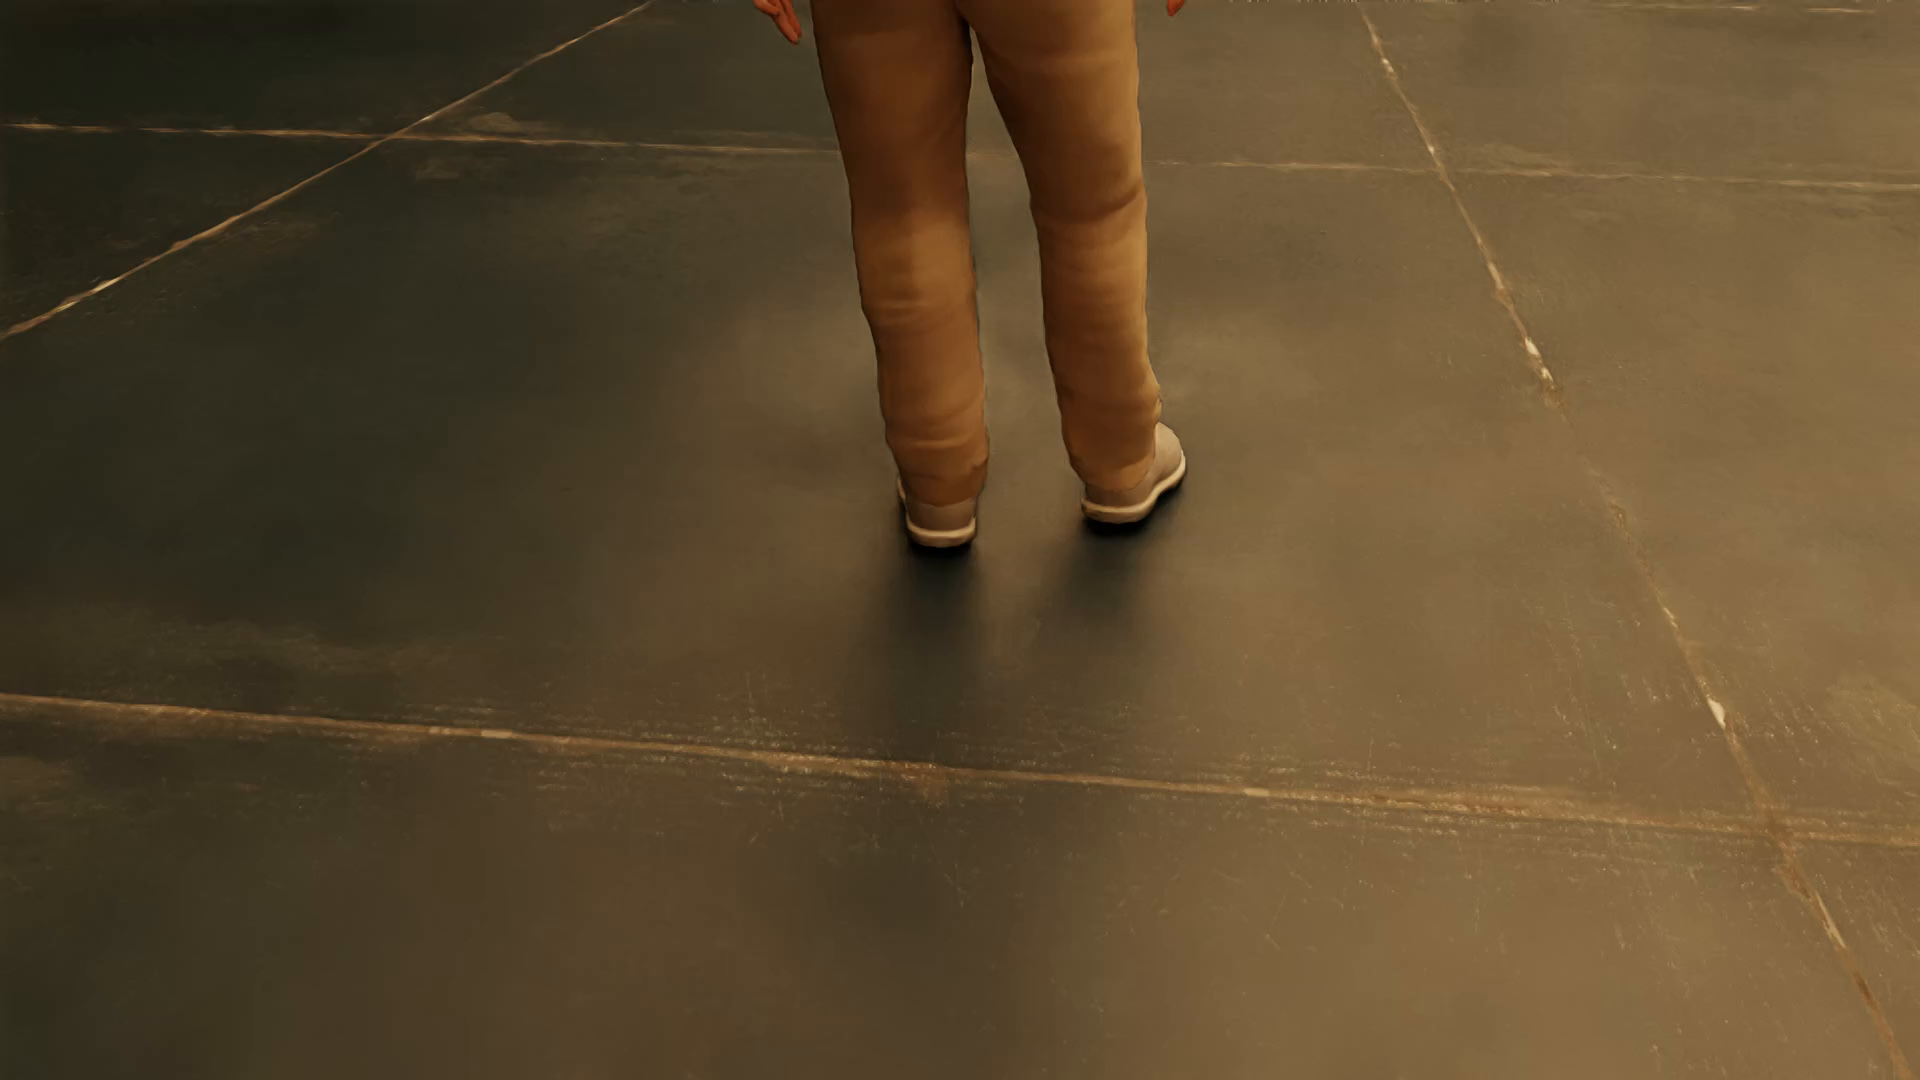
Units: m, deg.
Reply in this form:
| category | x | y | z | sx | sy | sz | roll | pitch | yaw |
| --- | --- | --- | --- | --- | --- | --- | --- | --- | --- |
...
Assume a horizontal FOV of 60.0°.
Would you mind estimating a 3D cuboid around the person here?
| category | x | y | z | sx | sy | sz | roll | pitch | yaw |
| --- | --- | --- | --- | --- | --- | --- | --- | --- | --- |
| person | 0.024 | -0.819 | 2.189 | 0.640 | 1.726 | 0.550 | 3 | 27 | 7 |
